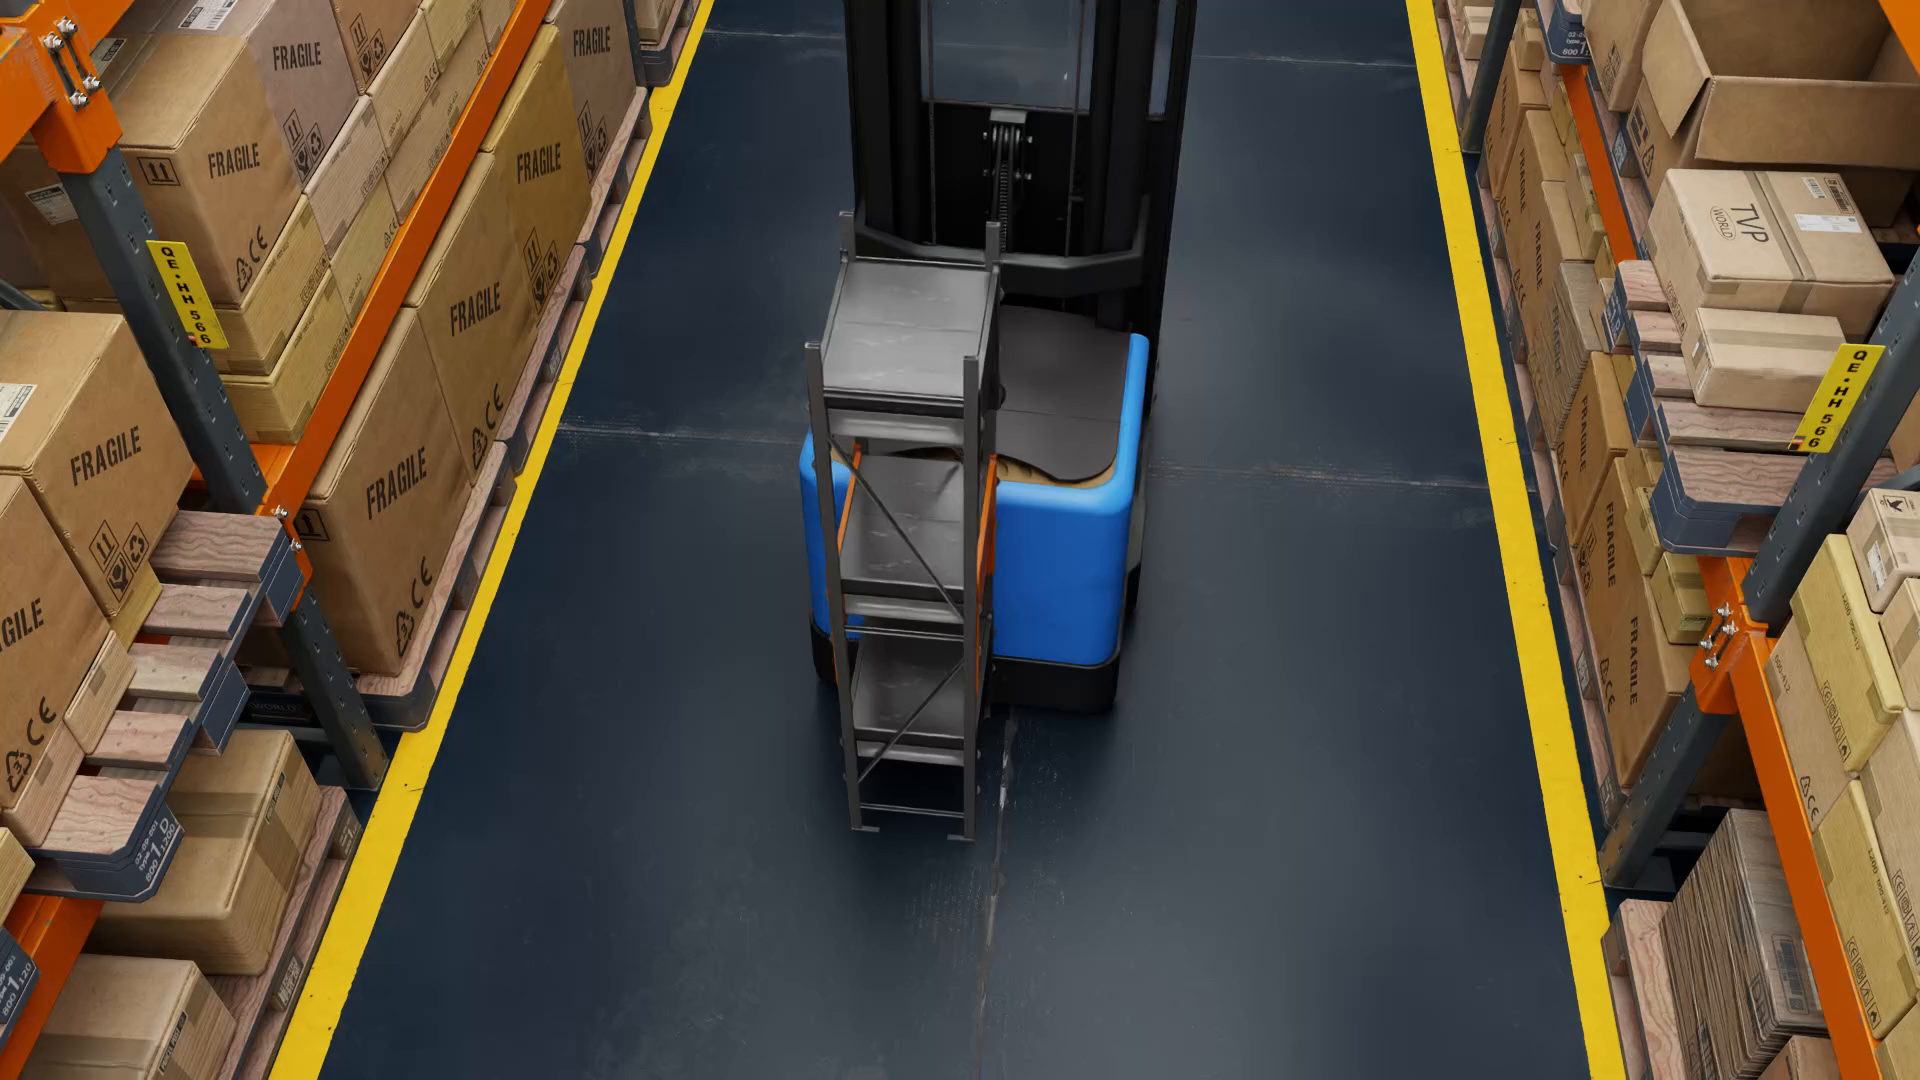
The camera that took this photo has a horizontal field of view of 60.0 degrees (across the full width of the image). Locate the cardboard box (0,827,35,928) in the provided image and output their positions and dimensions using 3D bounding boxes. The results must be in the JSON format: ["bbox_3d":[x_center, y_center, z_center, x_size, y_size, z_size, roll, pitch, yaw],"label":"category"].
[{"bbox_3d":[-2.180,0.722,3.443,0.380,0.149,0.250,5,48,4],"label":"cardboard box"}]

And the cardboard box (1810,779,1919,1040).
[{"bbox_3d":[2.198,0.805,3.583,0.500,0.250,0.500,3,48,3],"label":"cardboard box"}]

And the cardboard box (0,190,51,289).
[{"bbox_3d":[-2.625,-1.024,4.409,0.500,0.500,0.500,3,48,2],"label":"cardboard box"}]

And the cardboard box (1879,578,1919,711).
[{"bbox_3d":[2.187,0.233,3.496,0.380,0.149,0.250,5,48,4],"label":"cardboard box"}]

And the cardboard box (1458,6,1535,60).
[{"bbox_3d":[2.655,-2.473,8.126,0.380,0.149,0.250,3,48,2],"label":"cardboard box"}]

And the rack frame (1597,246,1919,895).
[{"bbox_3d":[2.532,0.075,4.148,1.000,3.000,0.127,4,48,4],"label":"rack frame"}]

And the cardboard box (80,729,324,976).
[{"bbox_3d":[-2.473,0.904,4.887,0.950,0.372,0.625,1,48,1],"label":"cardboard box"}]

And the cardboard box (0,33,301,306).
[{"bbox_3d":[-2.123,-0.973,4.362,0.500,0.500,0.500,2,48,2],"label":"cardboard box"}]

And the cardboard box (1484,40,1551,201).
[{"bbox_3d":[2.629,-1.822,7.293,0.500,0.500,0.500,6,48,5],"label":"cardboard box"}]

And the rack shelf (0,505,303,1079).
[{"bbox_3d":[-2.594,1.457,3.372,1.077,0.370,4.000,4,48,4],"label":"rack shelf"}]

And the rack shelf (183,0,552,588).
[{"bbox_3d":[-2.229,-1.483,6.061,1.077,0.370,4.000,4,48,4],"label":"rack shelf"}]

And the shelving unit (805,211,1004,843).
[{"bbox_3d":[-0.126,0.079,4.748,0.431,2.100,0.503,5,49,4],"label":"shelving unit"}]

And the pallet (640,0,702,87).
[{"bbox_3d":[-1.899,-2.807,8.675,1.003,0.211,1.213,4,48,4],"label":"pallet"}]

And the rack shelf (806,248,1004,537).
[{"bbox_3d":[-0.128,-0.373,4.231,0.431,0.518,0.480,5,49,4],"label":"rack shelf"}]

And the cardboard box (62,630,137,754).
[{"bbox_3d":[-2.138,0.334,3.797,0.380,0.149,0.250,4,48,3],"label":"cardboard box"}]

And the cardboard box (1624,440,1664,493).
[{"bbox_3d":[2.387,-0.215,5.383,0.380,0.149,0.250,2,48,2],"label":"cardboard box"}]

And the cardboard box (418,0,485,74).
[{"bbox_3d":[-1.954,-1.846,5.669,0.500,0.250,0.500,5,48,4],"label":"cardboard box"}]

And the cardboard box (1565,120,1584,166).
[{"bbox_3d":[2.627,-1.535,6.591,0.380,0.149,0.250,3,48,3],"label":"cardboard box"}]

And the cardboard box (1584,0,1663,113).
[{"bbox_3d":[2.511,-1.742,5.458,0.700,0.500,0.500,4,48,3],"label":"cardboard box"}]

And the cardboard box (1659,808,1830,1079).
[{"bbox_3d":[2.462,1.193,4.451,0.875,0.625,0.625,5,48,5],"label":"cardboard box"}]

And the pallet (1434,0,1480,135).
[{"bbox_3d":[2.960,-2.427,8.327,1.003,0.211,1.213,4,48,4],"label":"pallet"}]

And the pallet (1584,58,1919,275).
[{"bbox_3d":[2.705,-1.289,5.526,1.003,0.211,1.213,4,48,4],"label":"pallet"}]

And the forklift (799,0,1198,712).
[{"bbox_3d":[0.220,-1.510,5.645,1.130,2.935,3.031,6,48,6],"label":"forklift"}]

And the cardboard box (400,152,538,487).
[{"bbox_3d":[-2.180,-0.837,6.138,0.875,0.875,0.875,4,48,4],"label":"cardboard box"}]

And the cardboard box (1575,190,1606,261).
[{"bbox_3d":[2.542,-1.171,6.259,0.380,0.149,0.250,5,48,5],"label":"cardboard box"}]

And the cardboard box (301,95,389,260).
[{"bbox_3d":[-2.071,-1.109,4.995,0.500,0.250,0.500,5,48,4],"label":"cardboard box"}]

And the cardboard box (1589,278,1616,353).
[{"bbox_3d":[2.474,-0.794,5.913,0.380,0.149,0.250,2,48,2],"label":"cardboard box"}]

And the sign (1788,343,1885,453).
[{"bbox_3d":[1.991,-0.318,3.777,0.100,0.325,0.005,4,48,4],"label":"sign"}]

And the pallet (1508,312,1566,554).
[{"bbox_3d":[2.752,-0.424,6.494,1.003,0.211,1.213,4,48,4],"label":"pallet"}]

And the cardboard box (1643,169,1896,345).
[{"bbox_3d":[2.306,-0.813,4.778,0.500,0.250,0.500,2,48,2],"label":"cardboard box"}]

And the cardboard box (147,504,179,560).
[{"bbox_3d":[-2.207,-0.056,4.154,0.380,0.149,0.250,5,48,5],"label":"cardboard box"}]

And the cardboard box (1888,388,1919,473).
[{"bbox_3d":[2.735,-0.468,4.293,0.500,0.500,0.500,6,48,5],"label":"cardboard box"}]

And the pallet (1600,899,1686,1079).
[{"bbox_3d":[2.418,1.619,4.626,1.003,0.211,1.213,4,48,4],"label":"pallet"}]

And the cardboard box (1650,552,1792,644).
[{"bbox_3d":[2.325,0.178,5.024,0.380,0.149,0.250,2,48,2],"label":"cardboard box"}]

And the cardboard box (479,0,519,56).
[{"bbox_3d":[-1.949,-2.054,6.198,0.500,0.250,0.500,3,48,2],"label":"cardboard box"}]

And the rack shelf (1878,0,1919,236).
[{"bbox_3d":[2.714,-2.164,4.651,1.077,0.370,4.000,4,48,4],"label":"rack shelf"}]

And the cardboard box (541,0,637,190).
[{"bbox_3d":[-2.024,-2.159,7.347,0.875,0.875,0.875,5,48,5],"label":"cardboard box"}]

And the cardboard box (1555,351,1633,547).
[{"bbox_3d":[2.458,-0.300,5.901,0.500,0.500,0.500,6,48,5],"label":"cardboard box"}]

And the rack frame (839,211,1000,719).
[{"bbox_3d":[-0.098,-0.104,4.907,0.400,2.100,0.015,5,49,4],"label":"rack frame"}]

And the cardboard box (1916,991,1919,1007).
[{"bbox_3d":[2.136,1.018,3.049,0.500,0.250,0.500,3,48,3],"label":"cardboard box"}]

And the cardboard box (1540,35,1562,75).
[{"bbox_3d":[2.623,-2.041,6.853,0.380,0.149,0.250,2,48,2],"label":"cardboard box"}]

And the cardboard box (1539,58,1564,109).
[{"bbox_3d":[2.651,-1.927,6.949,0.380,0.149,0.250,3,48,2],"label":"cardboard box"}]

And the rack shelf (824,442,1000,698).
[{"bbox_3d":[-0.126,0.088,4.758,0.431,0.518,0.480,5,49,4],"label":"rack shelf"}]

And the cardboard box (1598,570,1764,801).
[{"bbox_3d":[2.357,0.452,5.213,0.500,0.500,0.500,5,48,5],"label":"cardboard box"}]

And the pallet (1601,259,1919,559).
[{"bbox_3d":[2.524,-0.363,4.679,1.213,0.211,1.003,4,48,4],"label":"pallet"}]

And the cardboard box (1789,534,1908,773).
[{"bbox_3d":[2.224,0.265,3.737,0.500,0.250,0.500,4,48,3],"label":"cardboard box"}]

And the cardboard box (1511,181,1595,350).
[{"bbox_3d":[2.540,-1.063,6.599,0.500,0.500,0.500,3,48,2],"label":"cardboard box"}]

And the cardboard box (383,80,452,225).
[{"bbox_3d":[-2.033,-1.311,5.518,0.500,0.250,0.500,5,48,5],"label":"cardboard box"}]

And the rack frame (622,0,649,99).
[{"bbox_3d":[-2.047,-3.195,7.139,1.000,3.000,0.127,4,48,4],"label":"rack frame"}]

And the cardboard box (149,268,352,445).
[{"bbox_3d":[-2.116,-0.548,4.820,0.500,0.250,0.500,3,48,3],"label":"cardboard box"}]

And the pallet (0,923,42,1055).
[{"bbox_3d":[-2.551,1.267,3.189,1.003,0.211,1.213,4,48,4],"label":"pallet"}]

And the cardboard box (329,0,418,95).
[{"bbox_3d":[-2.025,-1.717,5.042,0.500,0.500,0.500,5,48,5],"label":"cardboard box"}]

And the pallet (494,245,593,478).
[{"bbox_3d":[-2.151,-0.783,6.823,1.003,0.211,1.213,4,48,4],"label":"pallet"}]

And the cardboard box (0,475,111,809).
[{"bbox_3d":[-2.212,0.202,3.479,0.500,0.500,0.500,3,48,3],"label":"cardboard box"}]
